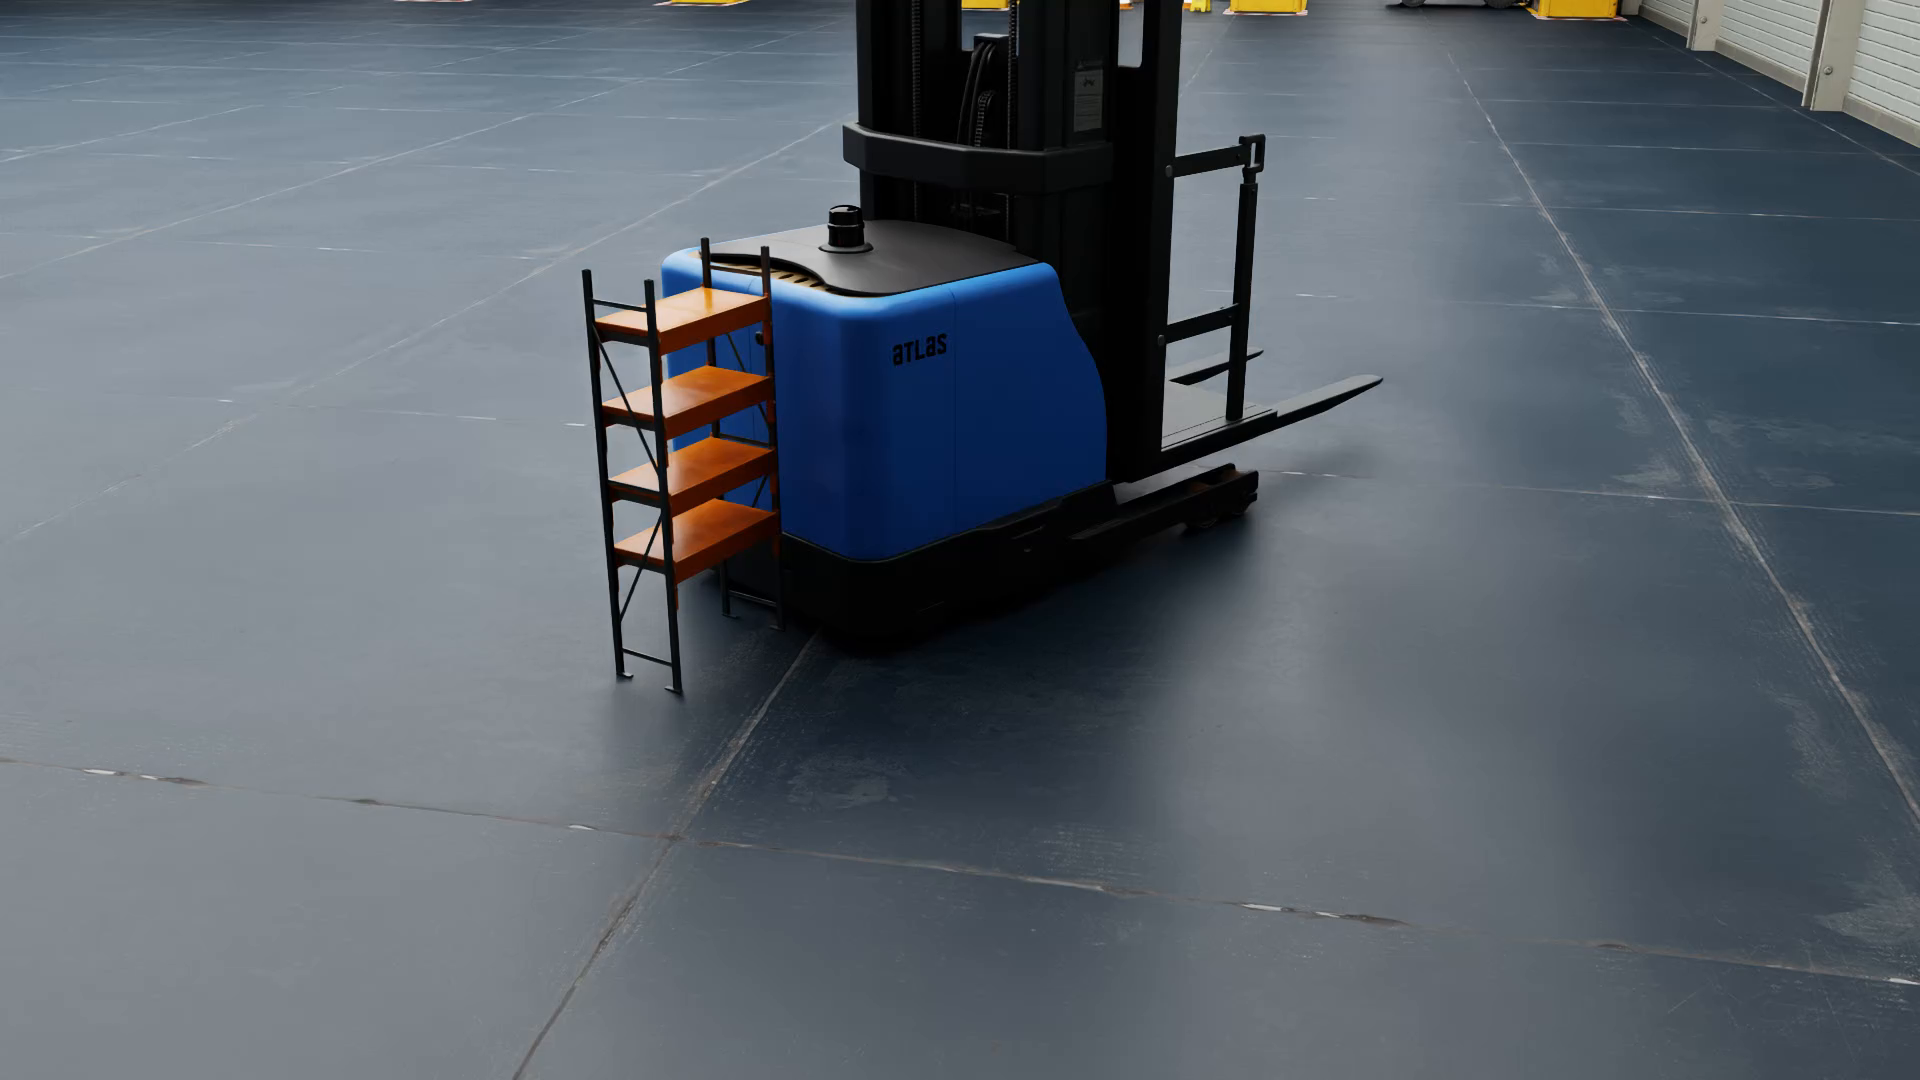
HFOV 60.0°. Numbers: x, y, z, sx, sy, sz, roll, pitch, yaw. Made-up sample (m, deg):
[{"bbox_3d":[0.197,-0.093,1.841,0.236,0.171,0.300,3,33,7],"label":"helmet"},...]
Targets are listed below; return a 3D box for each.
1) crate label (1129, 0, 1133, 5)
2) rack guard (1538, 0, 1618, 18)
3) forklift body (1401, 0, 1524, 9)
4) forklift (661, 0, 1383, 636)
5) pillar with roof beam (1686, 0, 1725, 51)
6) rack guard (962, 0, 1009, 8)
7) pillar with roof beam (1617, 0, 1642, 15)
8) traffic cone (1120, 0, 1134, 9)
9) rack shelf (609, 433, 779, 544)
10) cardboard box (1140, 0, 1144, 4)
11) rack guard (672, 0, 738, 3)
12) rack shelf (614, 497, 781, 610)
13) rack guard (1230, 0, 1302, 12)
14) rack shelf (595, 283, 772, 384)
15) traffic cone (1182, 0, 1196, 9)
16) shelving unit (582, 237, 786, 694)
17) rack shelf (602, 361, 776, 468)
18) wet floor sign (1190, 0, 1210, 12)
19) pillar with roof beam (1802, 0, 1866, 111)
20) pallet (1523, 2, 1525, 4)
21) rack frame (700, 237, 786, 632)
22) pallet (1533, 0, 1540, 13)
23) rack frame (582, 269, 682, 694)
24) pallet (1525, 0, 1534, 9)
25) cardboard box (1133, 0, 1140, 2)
[{"bbox_3d":[2.885,-9.429,29.083,0.250,0.136,0.298,-7,23,-17],"label":"crate label"},{"bbox_3d":[9.971,-8.704,26.796,1.175,0.500,0.348,4,22,11],"label":"rack guard"},{"bbox_3d":[8.577,-10.311,28.576,2.313,2.155,1.214,4,22,11],"label":"forklift body"},{"bbox_3d":[0.450,-1.523,5.713,3.031,2.935,1.130,-20,29,-40],"label":"forklift"},{"bbox_3d":[5.562,-10.975,21.058,9.100,9.000,0.400,4,22,11],"label":"pillar with roof beam"},{"bbox_3d":[0.245,-9.421,28.577,1.175,0.500,0.348,4,22,11],"label":"rack guard"},{"bbox_3d":[6.786,-13.169,26.506,9.100,9.000,0.400,4,22,11],"label":"pillar with roof beam"},{"bbox_3d":[2.785,-9.288,28.296,0.336,0.463,0.334,4,22,11],"label":"traffic cone"},{"bbox_3d":[-0.774,-0.157,4.817,0.258,0.148,0.480,13,25,29],"label":"rack shelf"},{"bbox_3d":[3.406,-9.560,29.391,0.380,0.149,0.250,18,28,38],"label":"cardboard box"},{"bbox_3d":[-4.570,-9.873,29.698,1.175,0.500,0.348,4,22,11],"label":"rack guard"},{"bbox_3d":[-0.774,0.027,4.891,0.258,0.148,0.480,13,25,29],"label":"rack shelf"},{"bbox_3d":[5.132,-9.117,27.822,1.175,0.500,0.348,4,22,11],"label":"rack guard"},{"bbox_3d":[-0.774,-0.584,4.645,0.258,0.148,0.480,13,25,29],"label":"rack shelf"},{"bbox_3d":[3.941,-9.328,28.395,0.336,0.463,0.334,4,22,11],"label":"traffic cone"},{"bbox_3d":[-0.774,-0.219,4.792,0.258,1.200,0.503,13,25,29],"label":"shelving unit"},{"bbox_3d":[-0.774,-0.364,4.734,0.258,0.148,0.480,13,25,29],"label":"rack shelf"},{"bbox_3d":[4.030,-9.169,27.756,0.267,0.644,0.232,13,25,29],"label":"wet floor sign"},{"bbox_3d":[4.338,-8.780,15.609,9.100,9.000,0.400,4,22,11],"label":"pillar with roof beam"},{"bbox_3d":[10.589,-9.754,29.789,1.003,0.211,1.213,4,22,11],"label":"pallet"},{"bbox_3d":[-0.646,-0.297,4.985,0.240,1.200,0.015,13,25,29],"label":"rack frame"},{"bbox_3d":[10.091,-8.861,27.574,1.003,0.211,1.213,4,22,11],"label":"pallet"},{"bbox_3d":[-0.902,-0.142,4.599,0.240,1.200,0.015,13,25,29],"label":"rack frame"},{"bbox_3d":[10.342,-9.306,28.678,1.003,0.211,1.213,4,22,11],"label":"pallet"},{"bbox_3d":[2.996,-9.926,29.827,0.797,0.503,0.637,-11,25,-26],"label":"cardboard box"}]
